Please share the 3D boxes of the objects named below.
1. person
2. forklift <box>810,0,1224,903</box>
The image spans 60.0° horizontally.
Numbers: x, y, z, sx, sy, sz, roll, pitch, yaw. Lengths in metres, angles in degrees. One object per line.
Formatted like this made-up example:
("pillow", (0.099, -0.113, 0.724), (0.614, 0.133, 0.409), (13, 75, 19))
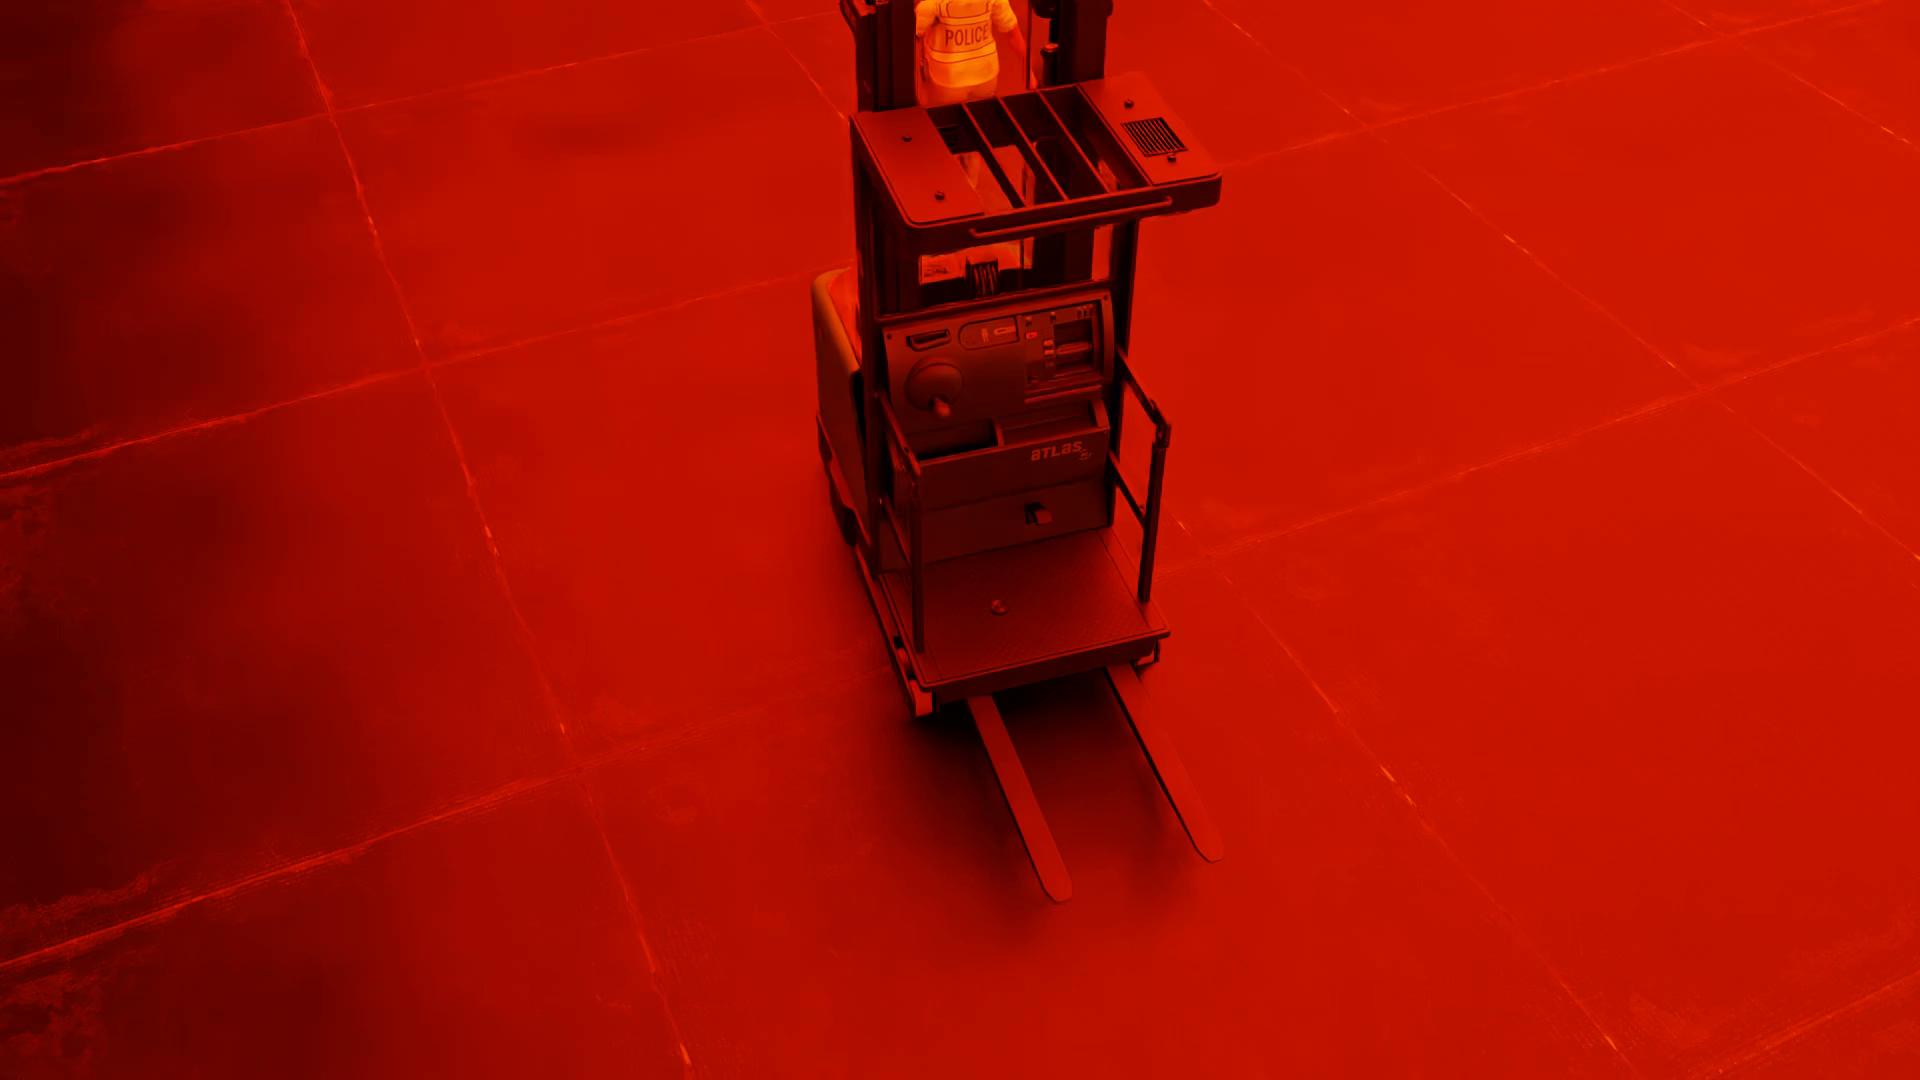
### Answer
("person", (0.002, -2.640, 9.461), (0.792, 1.646, 0.639), (-18, 46, -18))
("forklift", (0.224, -0.636, 6.361), (1.130, 2.935, 3.031), (-12, 44, -12))
